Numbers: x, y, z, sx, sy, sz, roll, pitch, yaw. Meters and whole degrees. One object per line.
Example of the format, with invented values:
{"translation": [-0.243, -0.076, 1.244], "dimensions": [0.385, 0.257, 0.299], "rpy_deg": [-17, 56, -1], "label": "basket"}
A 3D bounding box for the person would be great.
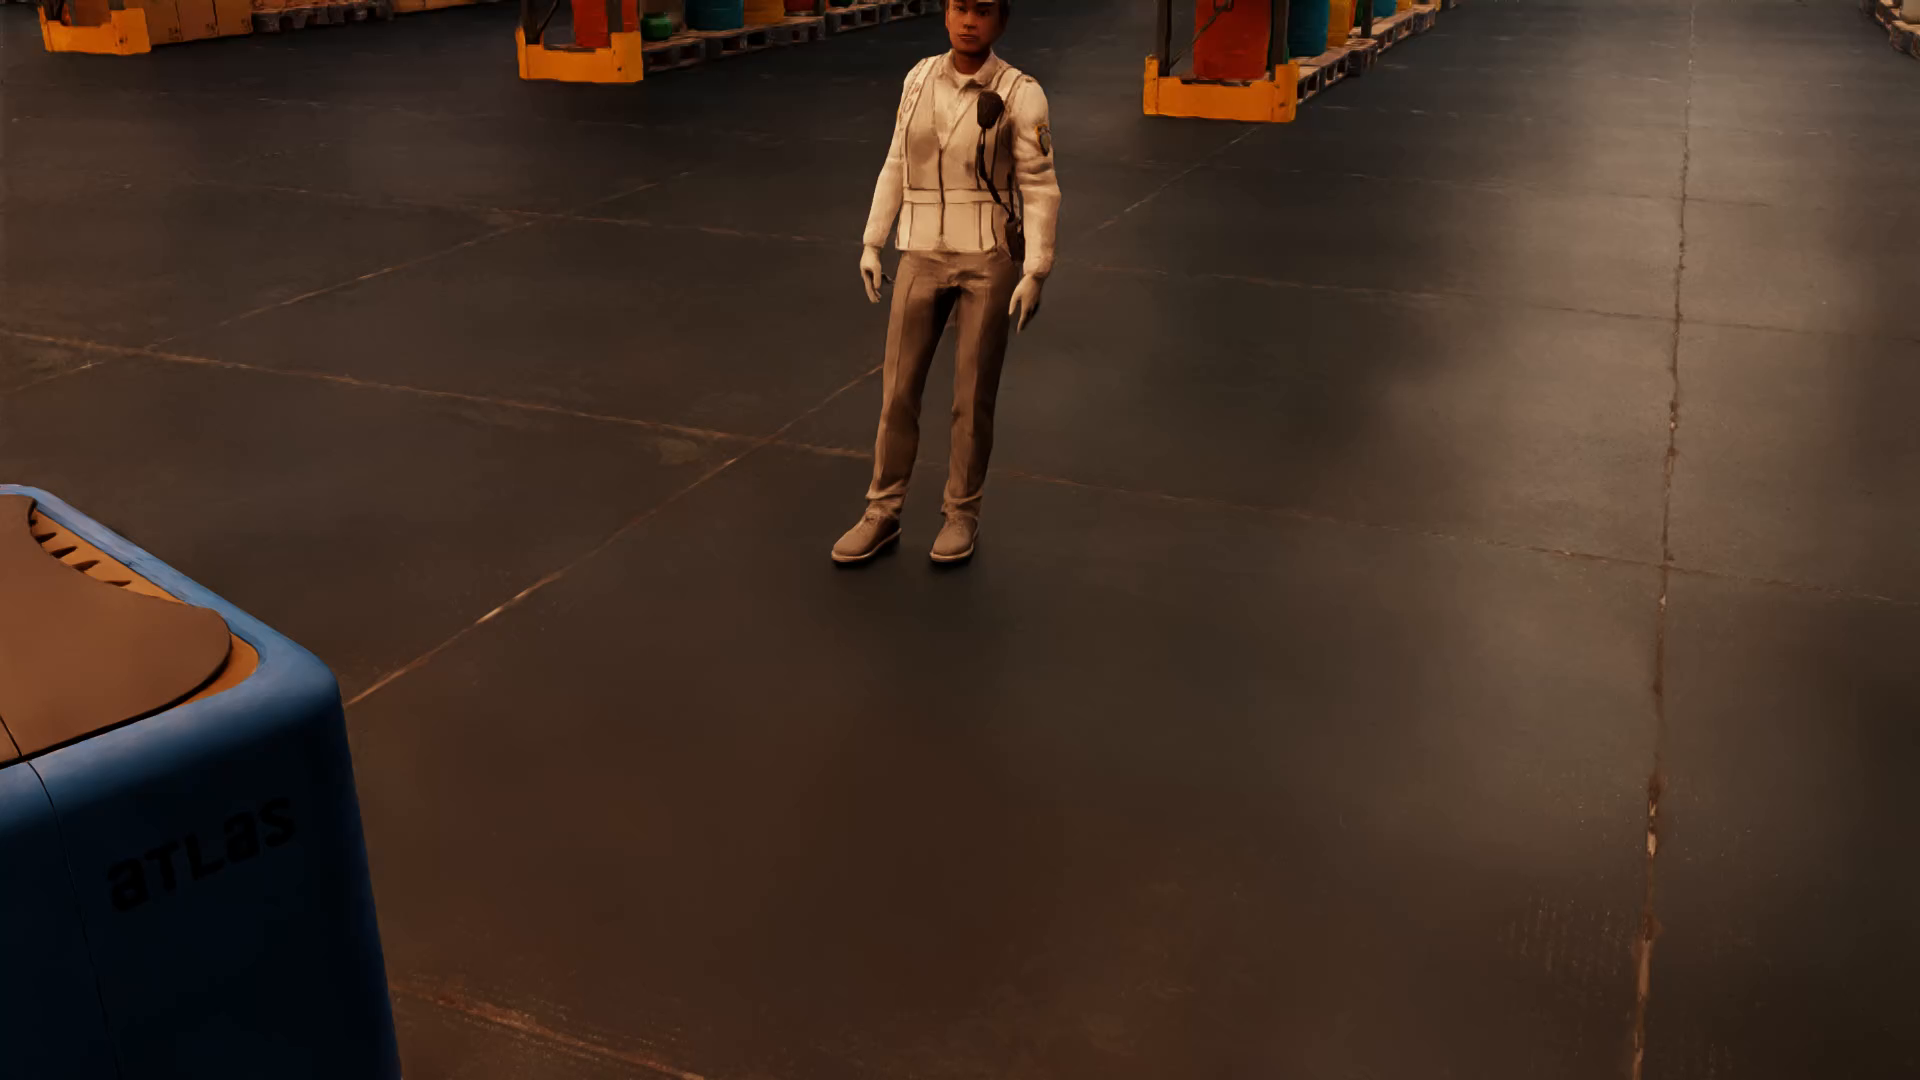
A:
{"translation": [-0.032, -0.766, 4.708], "dimensions": [0.586, 1.695, 0.533], "rpy_deg": [9, 24, 21], "label": "person"}

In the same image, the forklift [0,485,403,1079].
{"translation": [-2.092, 0.079, 1.104], "dimensions": [1.130, 2.935, 3.031], "rpy_deg": [19, 29, 38], "label": "forklift"}
